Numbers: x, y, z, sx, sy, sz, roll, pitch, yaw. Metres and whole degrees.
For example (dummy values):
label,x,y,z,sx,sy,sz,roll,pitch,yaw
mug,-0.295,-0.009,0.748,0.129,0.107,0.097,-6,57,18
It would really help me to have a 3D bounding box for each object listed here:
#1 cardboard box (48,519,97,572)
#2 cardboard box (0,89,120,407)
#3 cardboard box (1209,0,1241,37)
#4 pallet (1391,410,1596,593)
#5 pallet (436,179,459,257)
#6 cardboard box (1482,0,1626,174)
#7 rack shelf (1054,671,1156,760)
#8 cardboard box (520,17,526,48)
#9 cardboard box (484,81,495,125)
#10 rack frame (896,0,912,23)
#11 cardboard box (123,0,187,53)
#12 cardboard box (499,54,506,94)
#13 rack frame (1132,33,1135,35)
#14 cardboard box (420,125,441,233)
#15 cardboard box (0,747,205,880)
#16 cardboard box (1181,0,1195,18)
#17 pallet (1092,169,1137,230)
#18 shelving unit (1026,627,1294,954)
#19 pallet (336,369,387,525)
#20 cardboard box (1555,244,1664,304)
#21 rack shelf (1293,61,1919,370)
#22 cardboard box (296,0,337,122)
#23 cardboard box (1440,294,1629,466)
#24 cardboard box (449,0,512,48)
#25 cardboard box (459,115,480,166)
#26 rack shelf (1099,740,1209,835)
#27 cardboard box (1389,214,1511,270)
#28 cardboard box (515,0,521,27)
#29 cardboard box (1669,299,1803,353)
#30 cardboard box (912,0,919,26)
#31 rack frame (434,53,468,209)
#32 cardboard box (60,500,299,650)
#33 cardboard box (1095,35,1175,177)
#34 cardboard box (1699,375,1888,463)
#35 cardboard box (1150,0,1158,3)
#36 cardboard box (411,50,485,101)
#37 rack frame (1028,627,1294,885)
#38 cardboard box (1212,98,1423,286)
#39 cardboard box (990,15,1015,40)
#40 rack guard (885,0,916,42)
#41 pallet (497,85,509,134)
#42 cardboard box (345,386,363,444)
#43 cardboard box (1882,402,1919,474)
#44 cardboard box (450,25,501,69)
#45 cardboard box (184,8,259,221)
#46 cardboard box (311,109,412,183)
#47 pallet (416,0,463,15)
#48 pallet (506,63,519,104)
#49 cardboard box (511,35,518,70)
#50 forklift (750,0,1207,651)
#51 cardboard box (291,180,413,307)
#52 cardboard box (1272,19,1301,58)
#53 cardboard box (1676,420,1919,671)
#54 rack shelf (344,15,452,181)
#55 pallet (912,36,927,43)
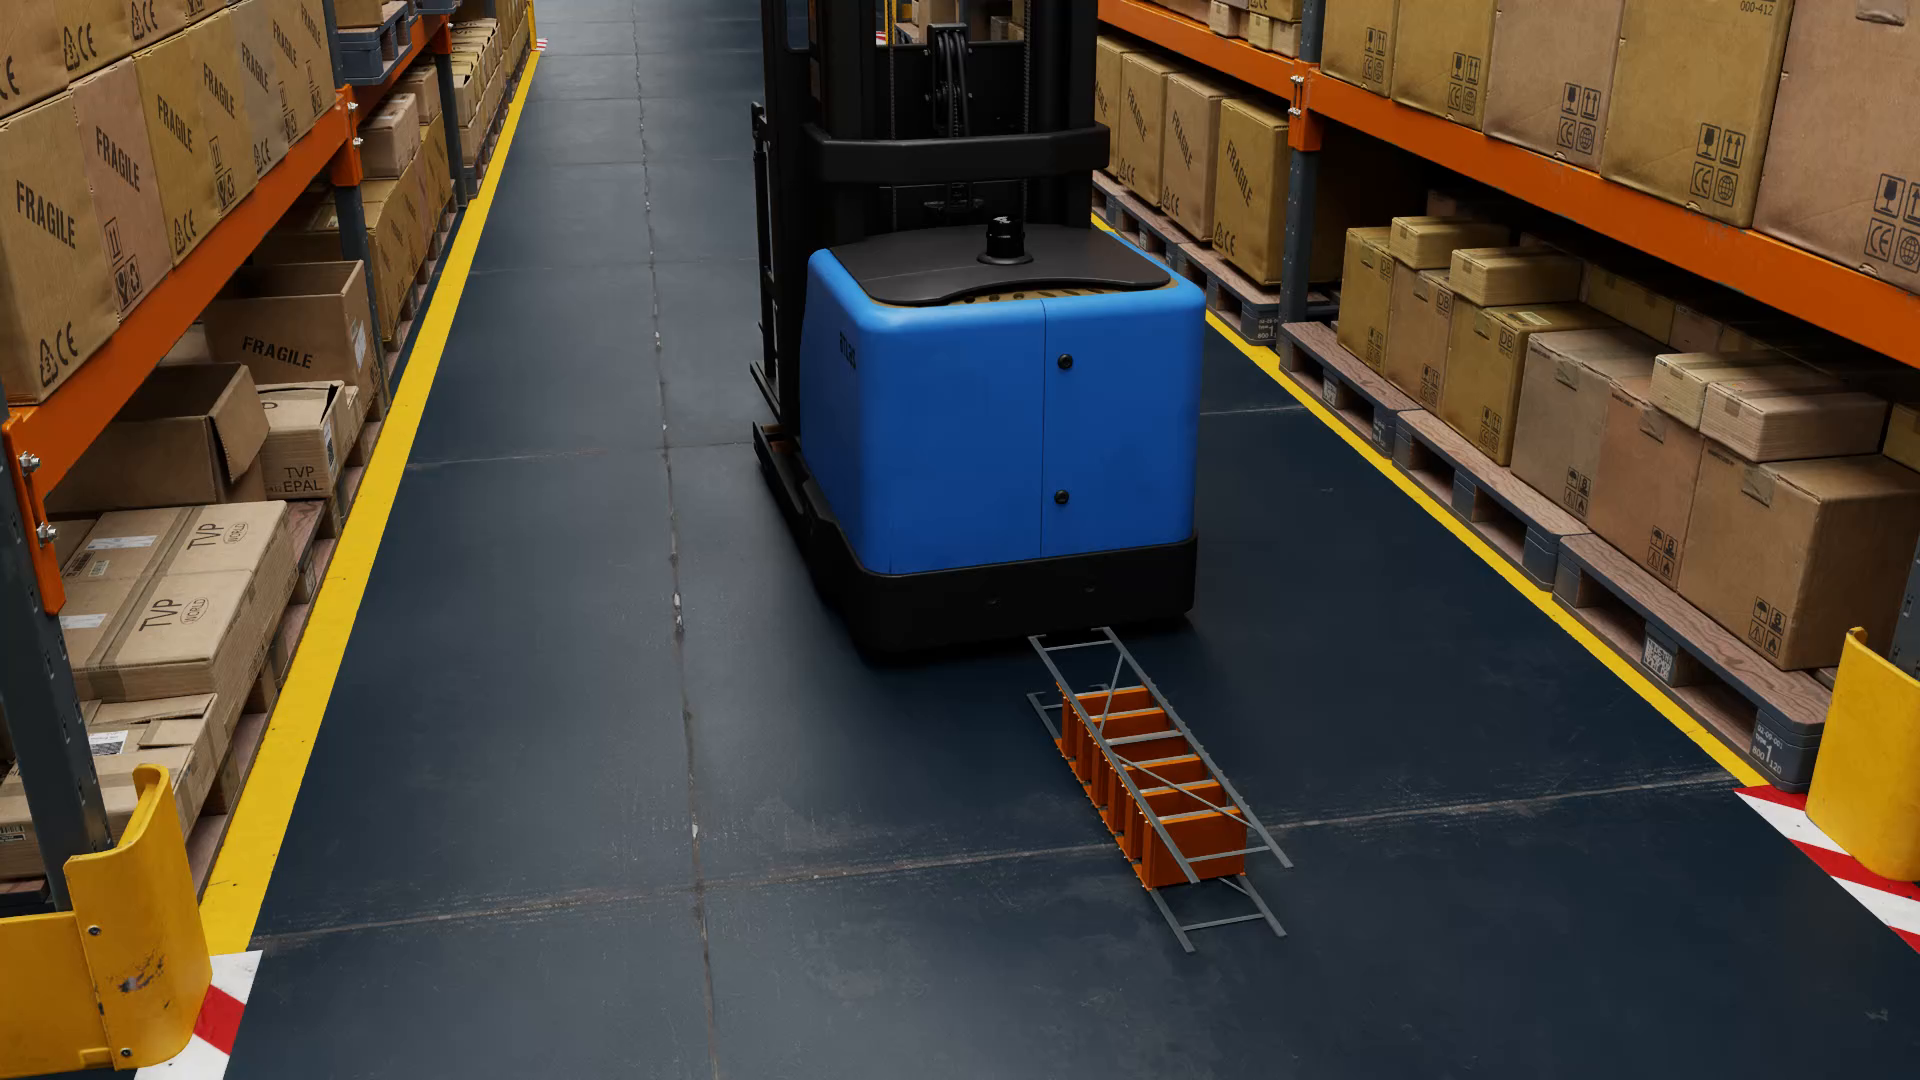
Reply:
label,x,y,z,sx,sy,sz,roll,pitch,yaw
cardboard box,-2.646,0.169,4.501,0.500,0.250,0.500,-4,24,-10
cardboard box,-1.980,-0.558,3.155,0.500,0.500,0.500,-4,24,-9
cardboard box,1.450,-2.568,8.171,0.380,0.149,0.250,-4,24,-10
pallet,2.263,-0.196,5.935,1.003,0.211,1.213,-4,24,-10
pallet,-3.536,-1.890,9.815,1.003,0.211,1.213,-4,24,-10
cardboard box,2.328,-1.609,5.313,0.980,0.700,0.700,-5,24,-12
rack shelf,0.386,0.467,4.432,0.258,0.180,0.103,-6,25,-14
cardboard box,-4.528,-4.963,16.275,0.500,0.250,0.500,-4,24,-10
cardboard box,-3.735,-3.228,12.305,0.500,0.250,0.500,-4,24,-9
rack frame,-0.249,-6.980,17.983,1.000,3.000,0.127,-4,24,-10
cardboard box,-2.172,-1.418,3.876,0.500,0.500,0.500,-4,24,-9
cardboard box,-4.015,-3.829,13.680,0.500,0.250,0.500,-5,24,-10
rack frame,1.231,-3.833,10.778,1.000,3.000,0.127,-4,24,-10
cardboard box,-3.138,-1.967,9.079,0.500,0.500,0.500,-5,24,-12
cardboard box,-1.897,0.597,3.648,0.380,0.149,0.250,-4,24,-10
cardboard box,1.400,-2.874,8.871,0.380,0.149,0.250,-4,24,-8
pallet,1.302,-2.239,10.614,1.003,0.211,1.213,-4,24,-10
shelving unit,0.460,0.578,4.181,0.258,0.189,1.200,-6,25,-14
pallet,-2.771,-0.343,6.273,1.003,0.211,1.213,-4,24,-10
cardboard box,2.371,-0.964,5.997,0.380,0.149,0.250,-4,24,-9
rack shelf,2.340,-1.143,5.519,1.077,0.370,4.000,-4,24,-10
cardboard box,-2.553,-1.760,5.906,0.500,0.500,0.500,-4,24,-9
cardboard box,2.190,-0.605,5.986,0.700,0.500,0.500,-4,24,-9
cardboard box,-4.155,-4.520,14.325,0.500,0.500,0.500,-4,24,-10
cardboard box,-3.445,-2.625,10.923,0.500,0.250,0.500,-4,24,-10
rack shelf,0.480,0.608,4.114,0.258,0.180,0.103,-6,25,-14
cardboard box,1.892,-1.154,6.432,0.380,0.149,0.250,-4,24,-8
cardboard box,-4.434,-5.110,15.675,0.500,0.500,0.500,-4,24,-10
cardboard box,2.514,-0.662,5.305,0.380,0.149,0.250,-4,24,-9
cardboard box,-0.209,-5.670,17.795,0.500,0.311,0.500,-7,25,-16
rack frame,-3.637,-3.465,9.935,1.000,3.000,0.127,-4,24,-10
cardboard box,-2.164,0.112,4.631,0.500,0.250,0.500,-4,24,-10
cardboard box,1.238,-2.741,10.440,0.750,0.750,0.750,-5,24,-10
cardboard box,2.280,-0.335,4.558,0.380,0.149,0.250,-5,24,-10
cardboard box,1.292,-3.178,9.569,0.380,0.149,0.250,-4,24,-9
cardboard box,-3.643,-3.289,11.742,0.500,0.311,0.500,-5,24,-11
rack frame,0.460,0.495,4.144,0.240,0.006,1.200,-6,25,-14
cardboard box,1.722,-1.713,8.085,0.750,0.750,0.750,-4,24,-9
cardboard box,0.644,-4.174,14.133,0.700,0.500,0.500,-3,24,-8
rack guard,-0.234,-5.804,18.415,1.175,0.500,0.348,-4,24,-10
pallet,-4.202,-3.473,13.439,1.003,0.211,1.213,-4,24,-10
cardboard box,-2.385,-0.440,6.023,0.380,0.149,0.250,-4,24,-10
cardboard box,2.702,-0.264,4.395,0.380,0.149,0.250,-4,24,-9
cardboard box,-3.917,-3.885,13.108,0.500,0.311,0.500,-4,24,-8
cardboard box,-2.262,-1.155,4.522,0.500,0.500,0.500,-4,24,-9
cardboard box,-2.932,-1.893,7.973,0.500,0.250,0.500,-4,24,-10
pallet,-3.442,-3.115,9.375,1.213,0.211,1.003,-4,24,-10
pallet,-4.482,-4.076,14.819,1.003,0.211,1.213,-4,24,-10
cardboard box,-4.252,-4.372,14.924,0.500,0.250,0.500,-4,24,-10
forklift,-0.166,-1.583,5.713,1.130,2.935,3.031,-6,24,-14
cardboard box,-2.857,-1.365,7.701,0.500,0.500,0.500,-4,24,-9
cardboard box,1.630,-2.266,7.479,0.380,0.149,0.250,-4,24,-9
cardboard box,2.482,-0.001,4.603,0.700,0.500,0.500,-4,24,-10
rack shelf,-3.267,-2.348,8.278,1.077,0.370,4.000,-4,24,-10
pallet,0.103,-4.871,16.639,1.003,0.211,1.213,-4,24,-10
